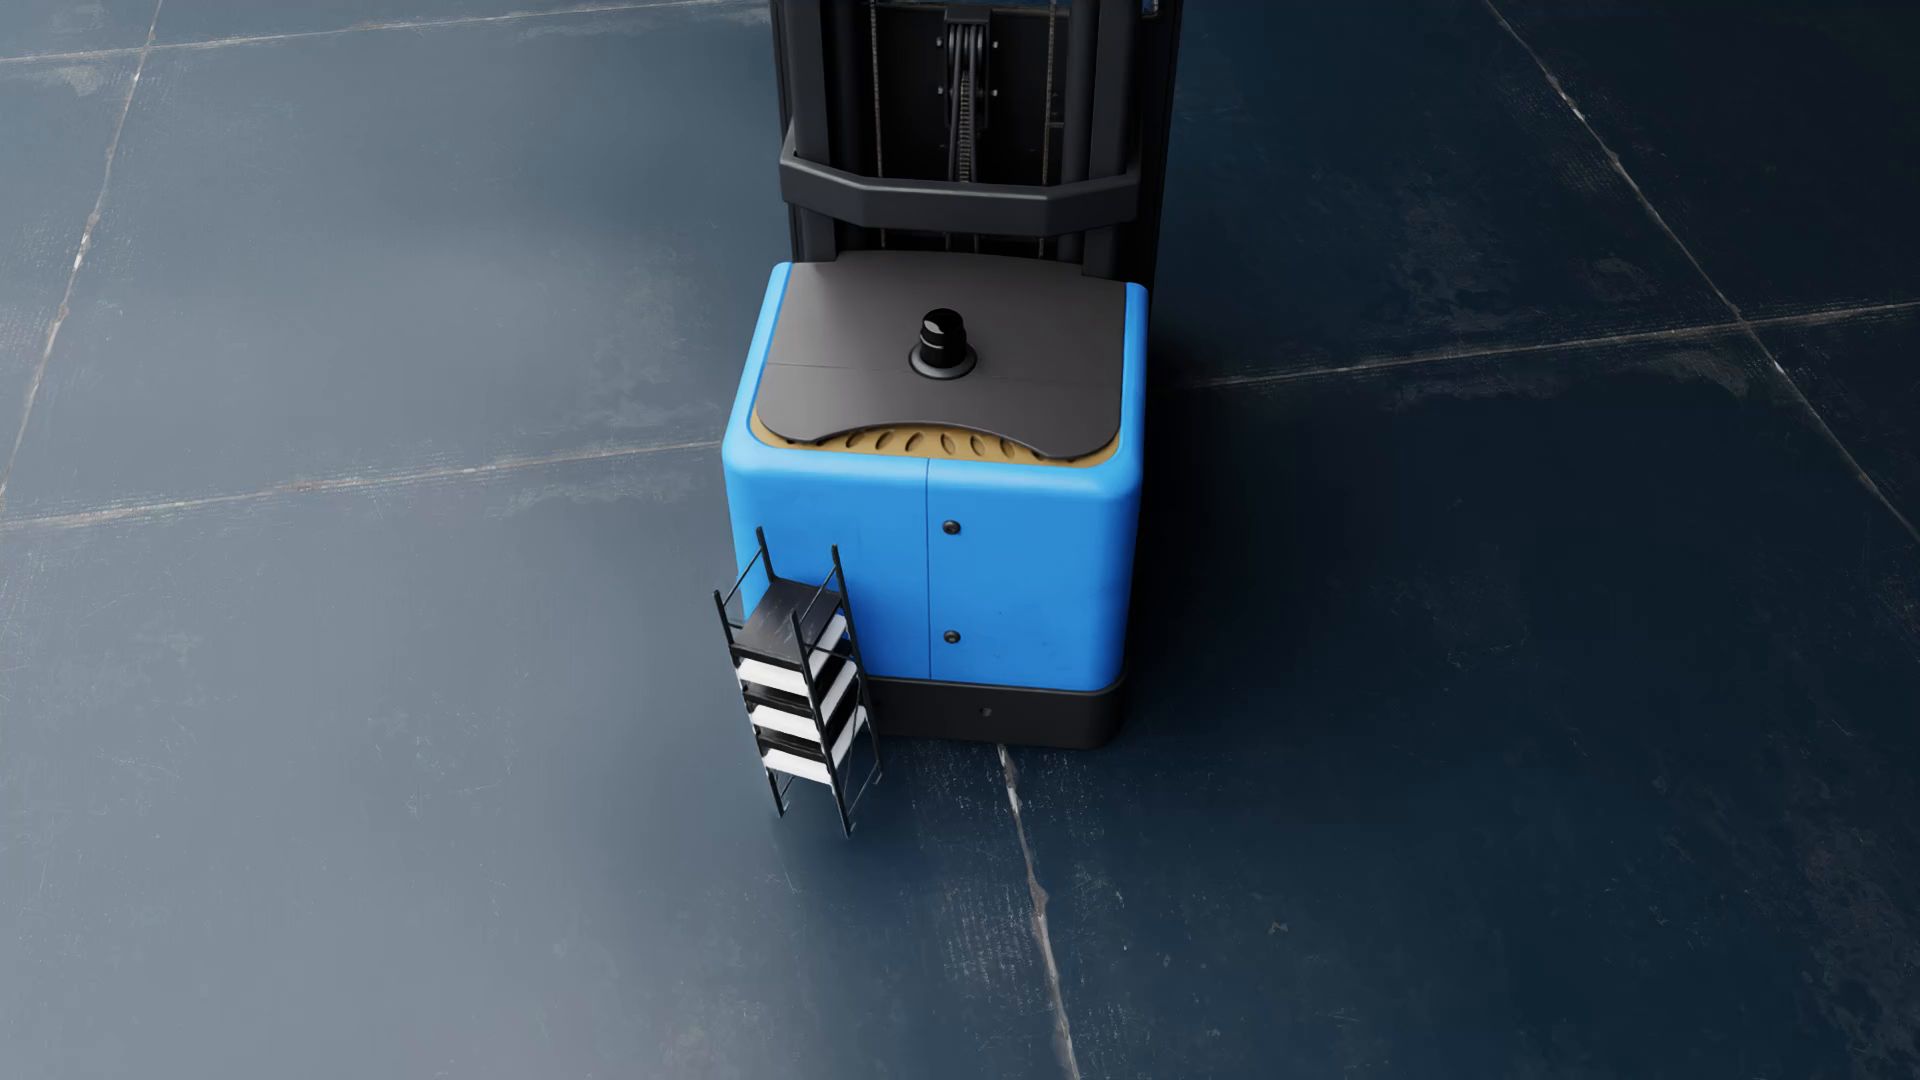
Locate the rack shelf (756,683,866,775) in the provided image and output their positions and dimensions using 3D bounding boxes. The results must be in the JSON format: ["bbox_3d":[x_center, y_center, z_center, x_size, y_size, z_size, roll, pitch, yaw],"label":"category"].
[{"bbox_3d":[-0.381,0.468,4.327,0.200,0.077,0.258,13,49,20],"label":"rack shelf"}]

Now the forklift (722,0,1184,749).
[{"bbox_3d":[0.065,-1.503,4.662,1.130,2.935,3.031,4,46,4],"label":"forklift"}]

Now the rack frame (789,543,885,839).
[{"bbox_3d":[-0.299,0.403,4.205,0.006,0.900,0.240,13,49,20],"label":"rack frame"}]

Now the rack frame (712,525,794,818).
[{"bbox_3d":[-0.486,0.360,4.273,0.006,0.900,0.240,13,49,20],"label":"rack frame"}]

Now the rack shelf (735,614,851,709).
[{"bbox_3d":[-0.407,0.279,4.135,0.200,0.077,0.258,13,49,20],"label":"rack shelf"}]

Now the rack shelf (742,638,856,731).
[{"bbox_3d":[-0.398,0.342,4.199,0.200,0.077,0.258,13,49,20],"label":"rack shelf"}]

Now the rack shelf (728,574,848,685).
[{"bbox_3d":[-0.416,0.217,4.071,0.200,0.077,0.258,13,49,20],"label":"rack shelf"}]

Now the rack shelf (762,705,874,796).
[{"bbox_3d":[-0.372,0.531,4.391,0.200,0.077,0.258,13,49,20],"label":"rack shelf"}]

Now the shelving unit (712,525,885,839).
[{"bbox_3d":[-0.393,0.382,4.239,0.210,0.900,0.258,13,49,20],"label":"shelving unit"}]

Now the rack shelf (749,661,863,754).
[{"bbox_3d":[-0.390,0.405,4.263,0.200,0.077,0.258,13,49,20],"label":"rack shelf"}]
